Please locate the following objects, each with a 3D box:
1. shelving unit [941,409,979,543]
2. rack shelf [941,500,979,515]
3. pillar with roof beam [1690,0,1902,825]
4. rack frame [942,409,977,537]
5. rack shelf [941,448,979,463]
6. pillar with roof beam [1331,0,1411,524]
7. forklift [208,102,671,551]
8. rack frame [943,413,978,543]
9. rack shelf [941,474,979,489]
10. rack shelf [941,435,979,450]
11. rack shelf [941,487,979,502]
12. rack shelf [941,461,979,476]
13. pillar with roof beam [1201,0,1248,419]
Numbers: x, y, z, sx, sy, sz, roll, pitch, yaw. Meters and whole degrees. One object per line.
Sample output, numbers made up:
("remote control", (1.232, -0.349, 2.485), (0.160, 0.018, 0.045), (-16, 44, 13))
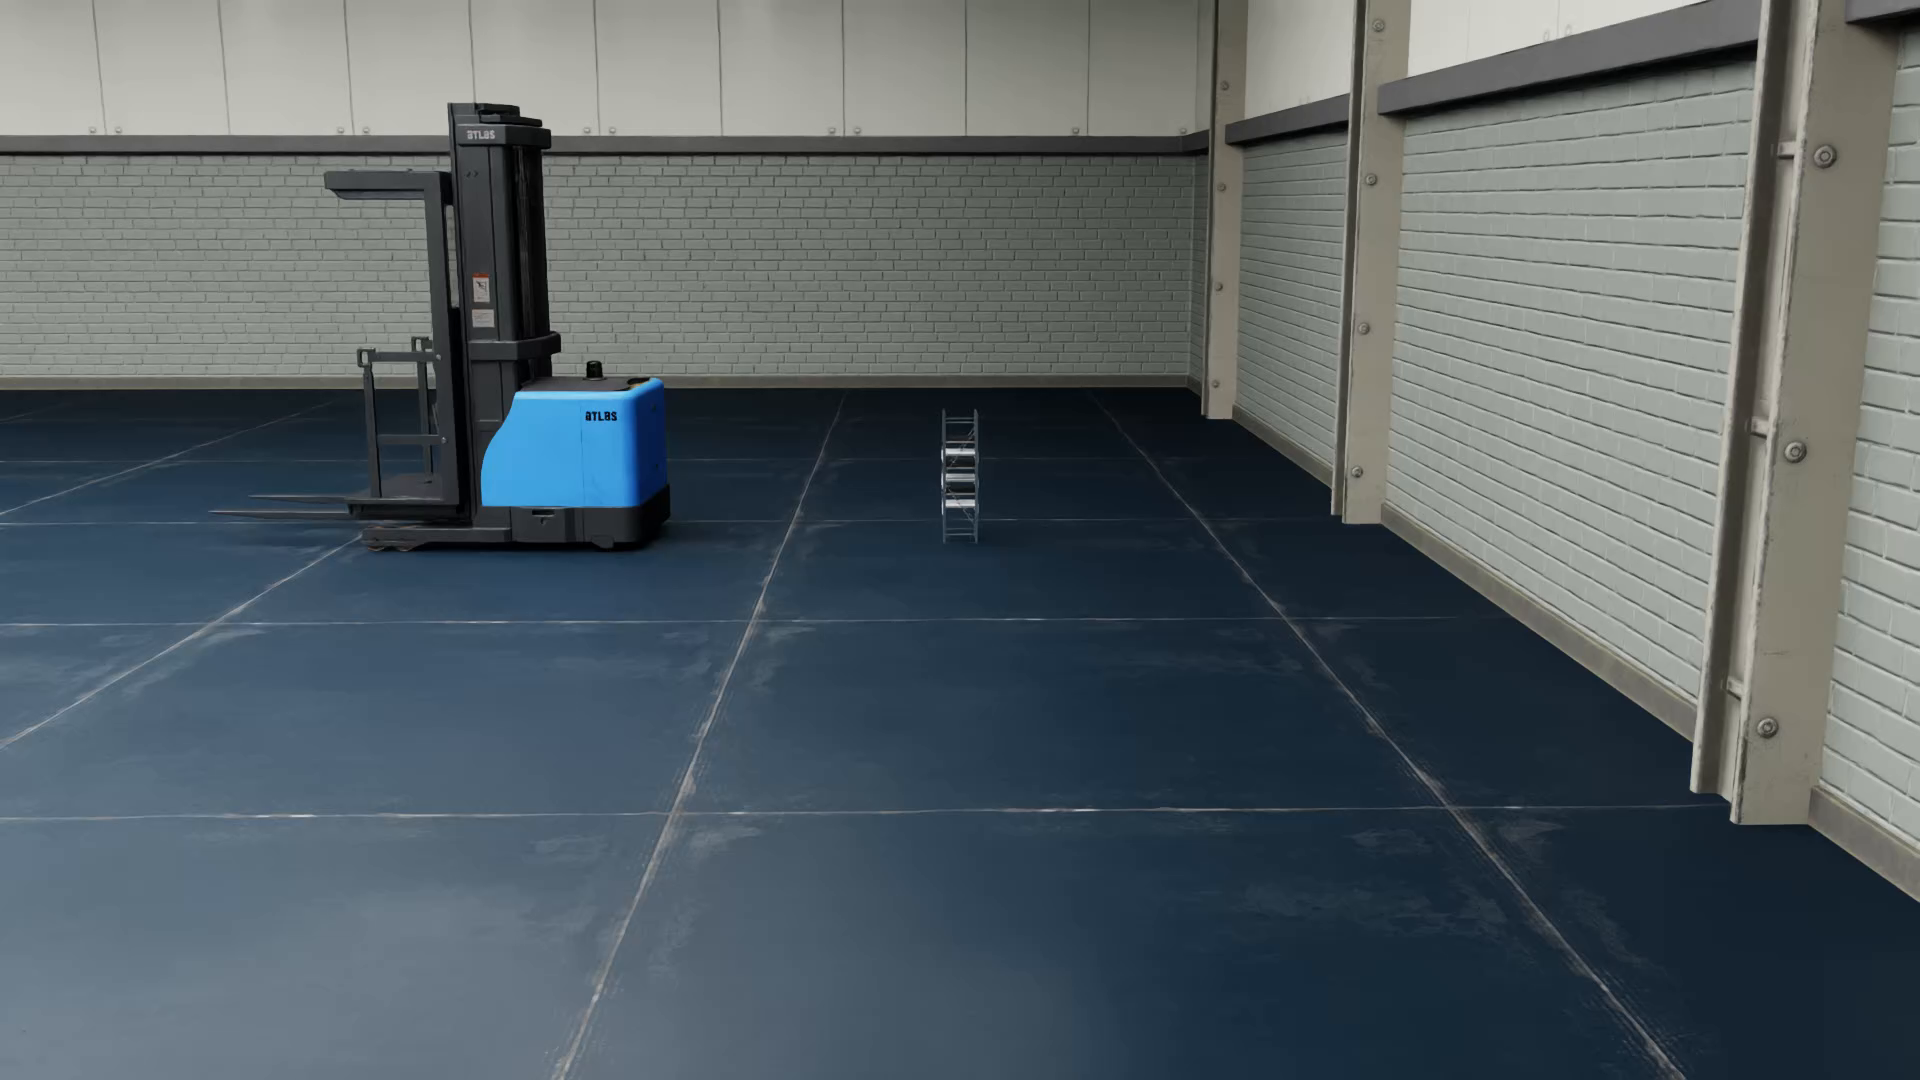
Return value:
("shelving unit", (0.000, -0.439, 11.462), (0.258, 0.900, 0.210), (0, 11, -1))
("rack shelf", (0.000, -0.230, 11.504), (0.258, 0.077, 0.200), (0, 11, -1))
("pillar with roof beam", (-1.227, -3.360, 5.487), (9.100, 9.000, 0.400), (0, 11, -1))
("rack frame", (-0.002, -0.460, 11.561), (0.240, 0.900, 0.006), (0, 11, -1))
("rack shelf", (0.000, -0.583, 11.433), (0.258, 0.077, 0.200), (0, 11, -1))
("pillar with roof beam", (-1.351, -4.552, 11.366), (9.100, 9.000, 0.400), (0, 11, -1))
("forklift", (-3.628, -1.465, 11.408), (3.031, 2.935, 1.130), (0, 11, 2))
("rack frame", (0.002, -0.419, 11.362), (0.240, 0.900, 0.006), (0, 11, -1))
("rack shelf", (0.000, -0.407, 11.468), (0.258, 0.077, 0.200), (0, 11, -1))
("rack shelf", (0.000, -0.671, 11.415), (0.258, 0.077, 0.200), (0, 11, -1))
("rack shelf", (0.000, -0.319, 11.486), (0.258, 0.077, 0.200), (0, 11, -1))
("rack shelf", (0.000, -0.495, 11.450), (0.258, 0.077, 0.200), (0, 11, -1))
("pillar with roof beam", (-1.475, -5.745, 17.244), (9.100, 9.000, 0.400), (0, 11, -1))
